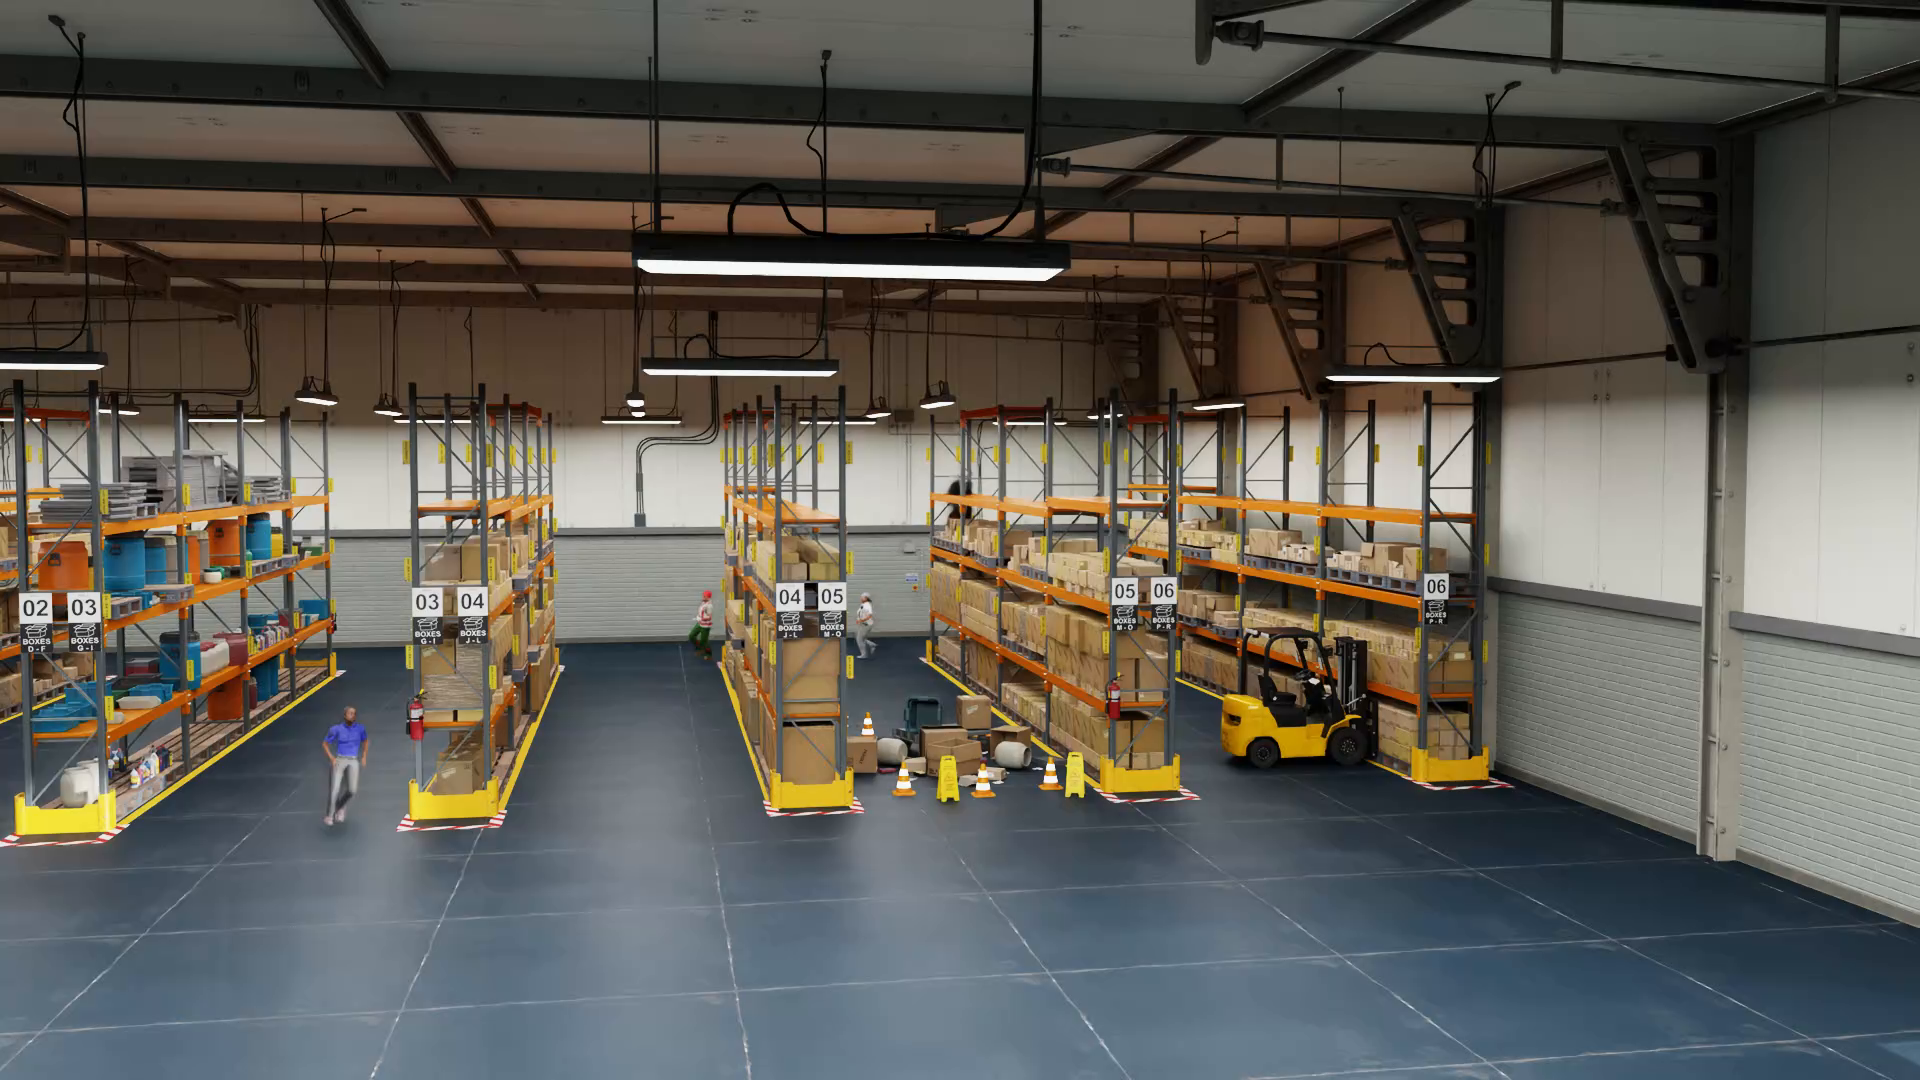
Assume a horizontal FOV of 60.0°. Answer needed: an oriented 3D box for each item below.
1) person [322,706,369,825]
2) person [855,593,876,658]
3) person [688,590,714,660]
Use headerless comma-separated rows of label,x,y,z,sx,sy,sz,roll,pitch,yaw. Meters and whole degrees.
person,-8.332,3.061,22.615,0.637,1.599,0.558,-2,3,-31
person,-2.328,2.118,41.110,0.576,1.602,0.605,-1,3,-13
person,-6.221,2.074,40.287,0.615,1.724,0.690,-2,3,-29
